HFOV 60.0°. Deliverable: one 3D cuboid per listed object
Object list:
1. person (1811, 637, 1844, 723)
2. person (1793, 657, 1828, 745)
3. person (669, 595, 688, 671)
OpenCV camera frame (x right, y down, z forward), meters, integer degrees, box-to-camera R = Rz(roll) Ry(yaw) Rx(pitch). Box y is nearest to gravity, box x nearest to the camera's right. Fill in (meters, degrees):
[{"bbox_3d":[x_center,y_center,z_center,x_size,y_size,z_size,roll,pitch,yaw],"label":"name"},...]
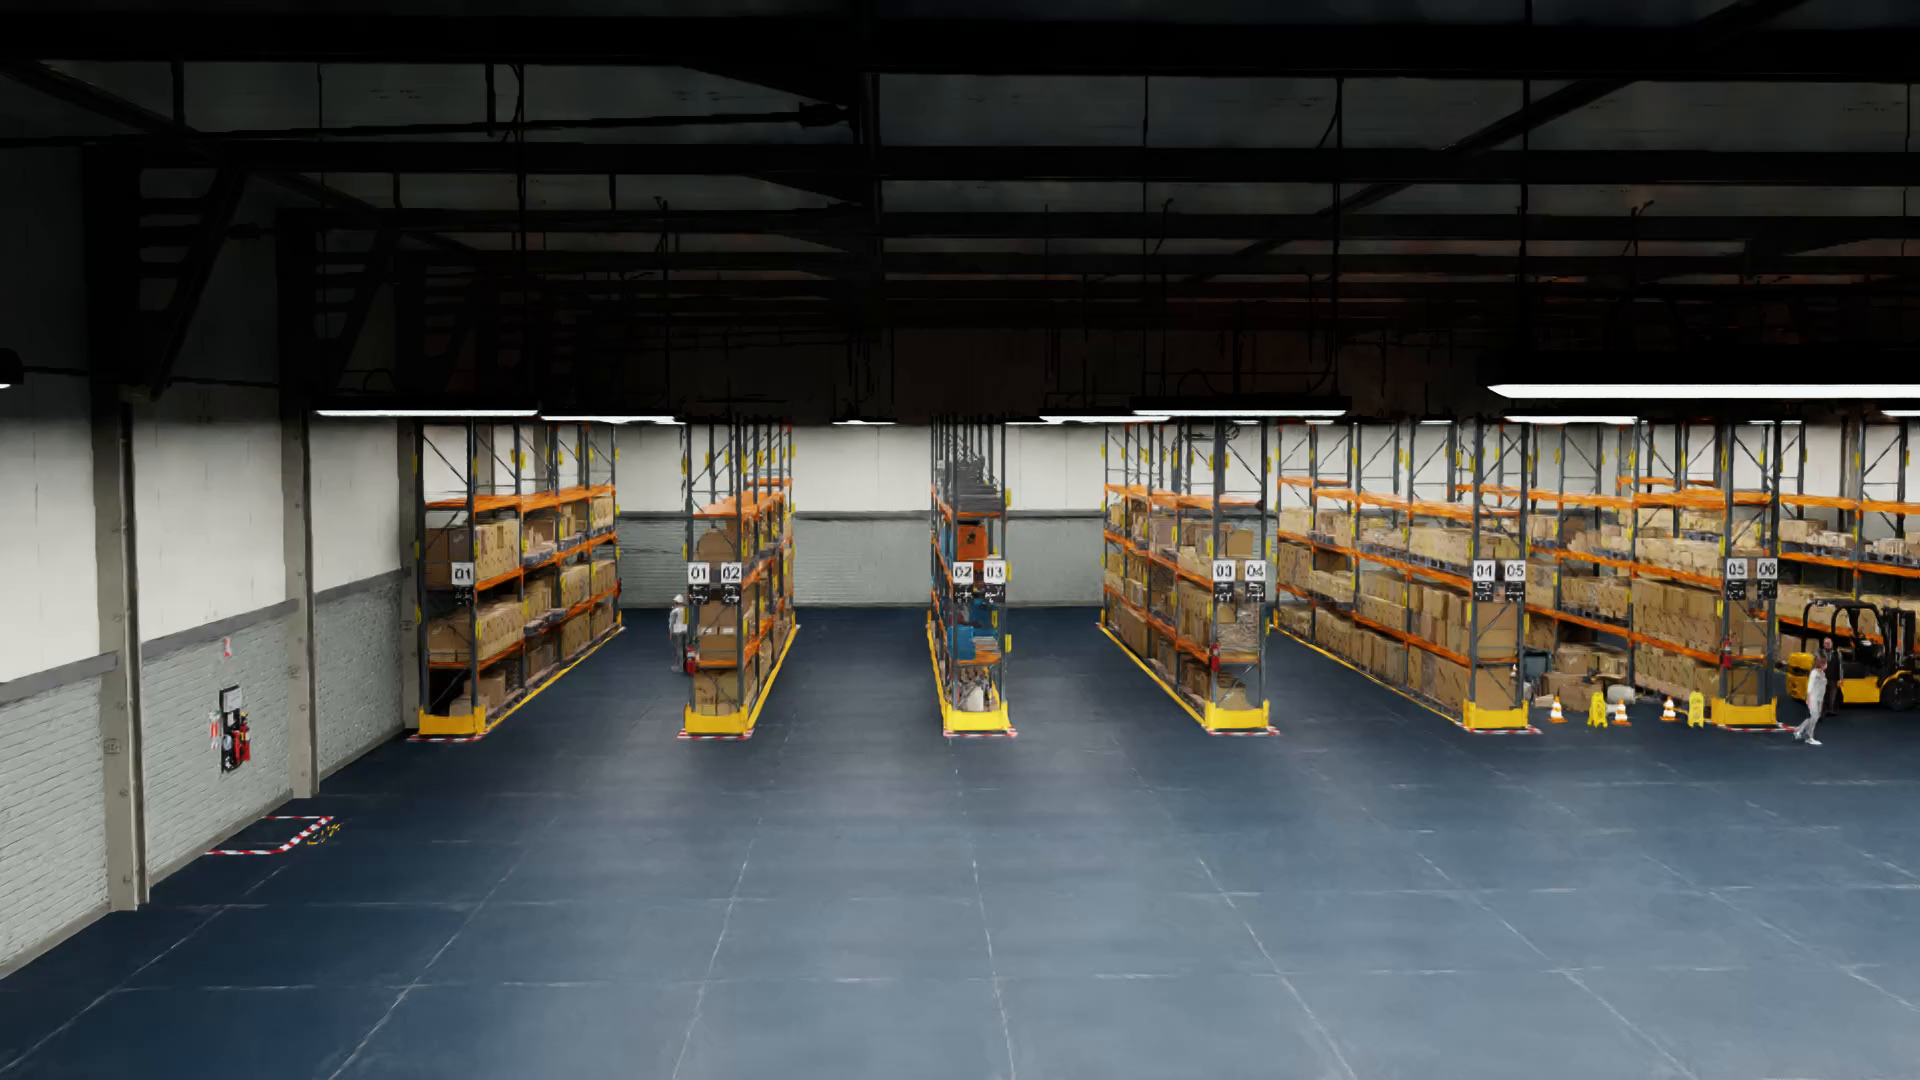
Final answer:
[{"bbox_3d":[16.840,2.696,32.302,0.574,1.669,0.955,1,4,18],"label":"person"},{"bbox_3d":[15.351,2.889,30.012,0.478,1.590,0.489,-3,5,-41],"label":"person"},{"bbox_3d":[-6.622,2.166,39.078,0.555,1.768,0.600,2,4,25],"label":"person"}]
